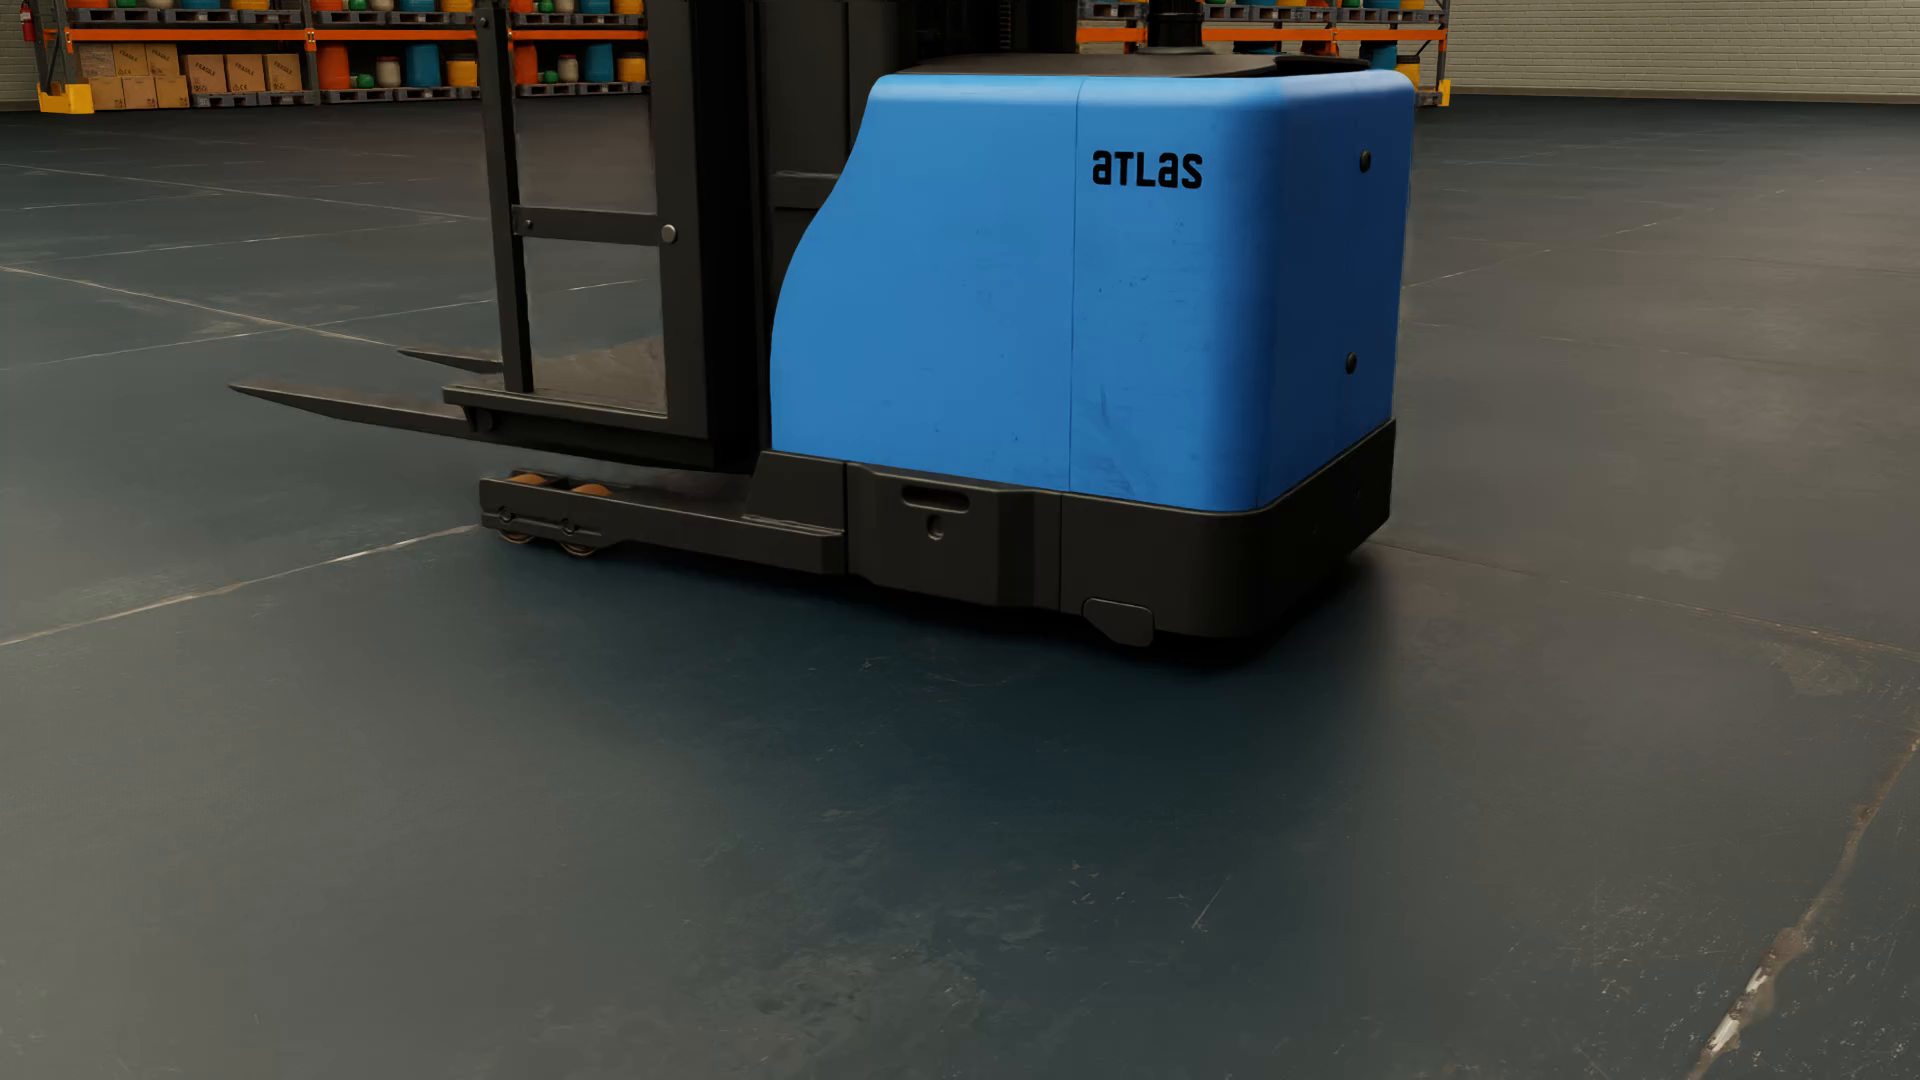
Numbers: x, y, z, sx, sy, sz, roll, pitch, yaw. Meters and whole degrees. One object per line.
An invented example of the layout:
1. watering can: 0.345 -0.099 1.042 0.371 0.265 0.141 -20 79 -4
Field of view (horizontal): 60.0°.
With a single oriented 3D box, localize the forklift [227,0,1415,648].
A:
1. forklift: -0.540 -1.487 3.794 3.031 2.935 1.130 9 19 28
